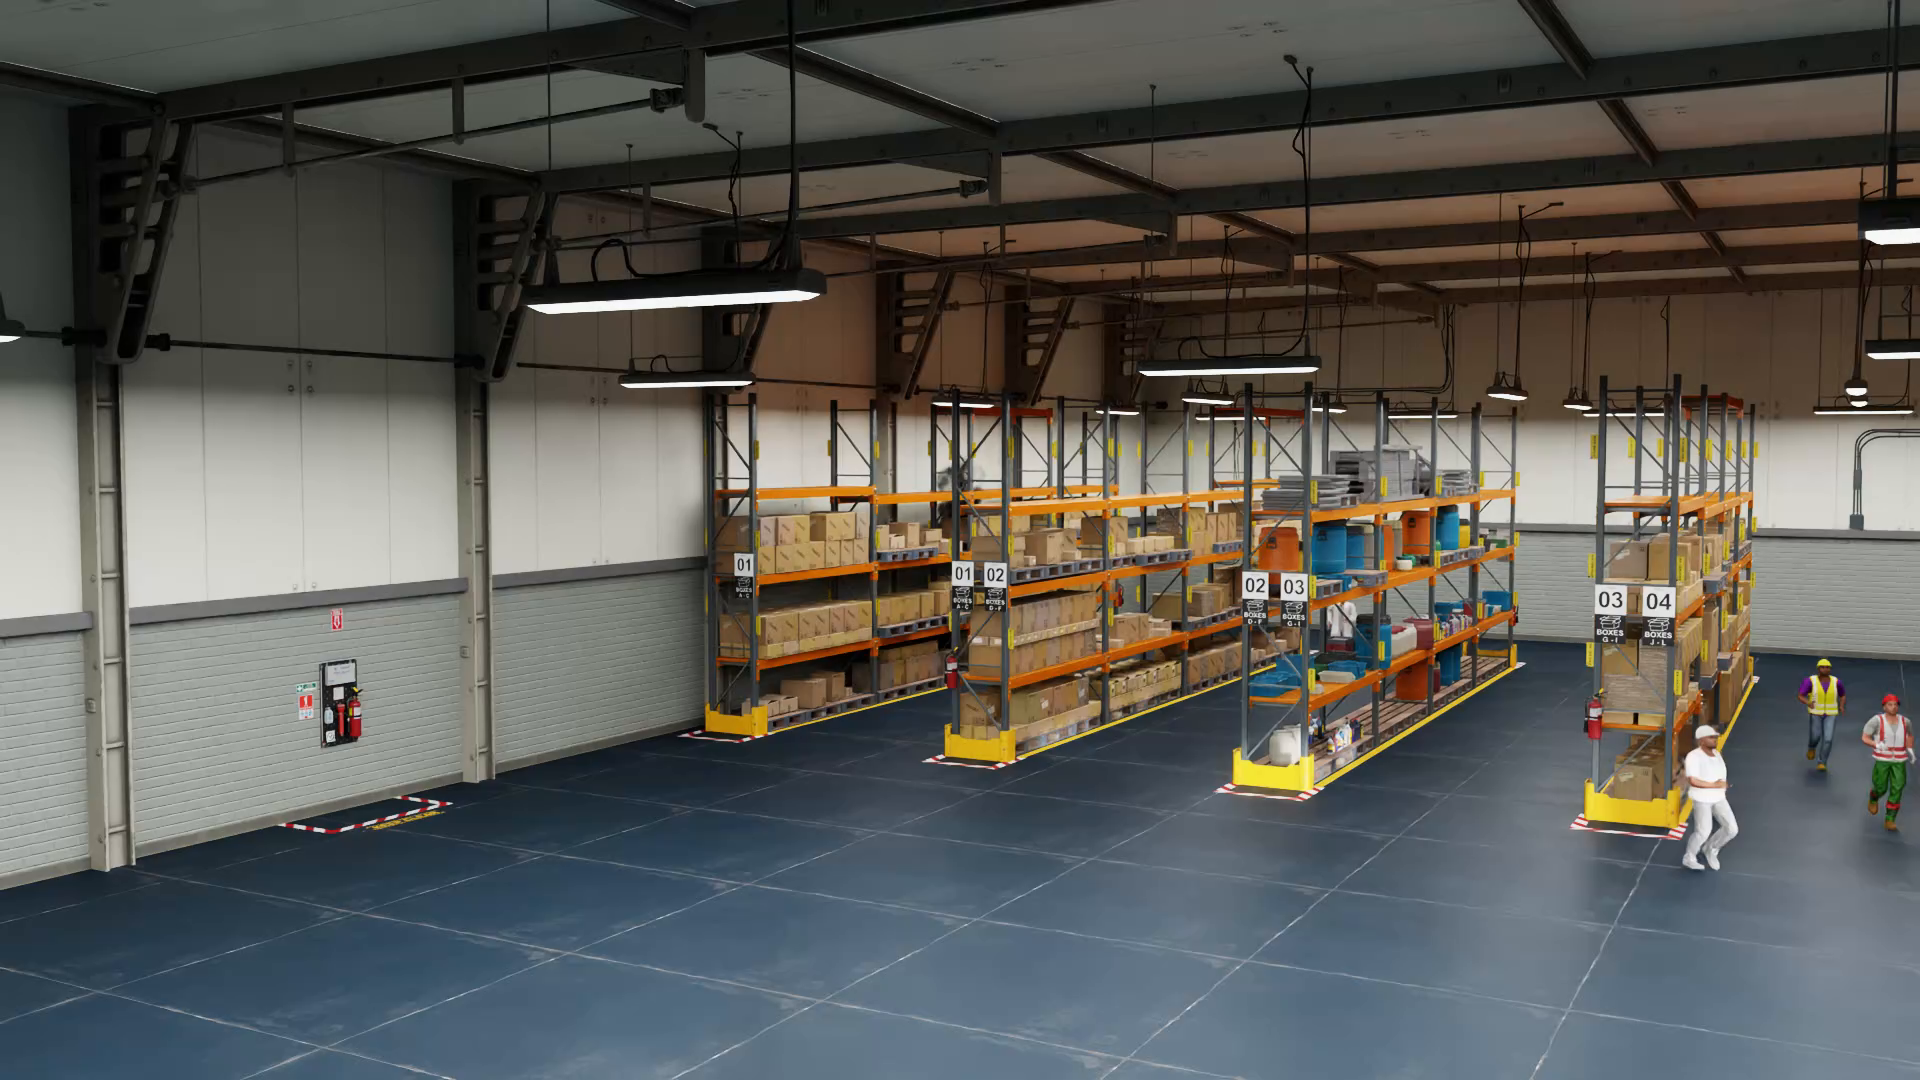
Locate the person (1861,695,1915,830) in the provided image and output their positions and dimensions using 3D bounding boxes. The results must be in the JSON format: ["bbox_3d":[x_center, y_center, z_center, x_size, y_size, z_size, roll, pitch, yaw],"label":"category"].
[{"bbox_3d":[12.337,2.923,22.107,0.663,1.757,0.782,1,3,13],"label":"person"}]

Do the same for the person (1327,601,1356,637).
[{"bbox_3d":[8.771,2.057,38.247,0.673,1.790,0.857,1,3,15],"label":"person"}]

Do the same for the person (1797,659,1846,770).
[{"bbox_3d":[13.544,2.726,26.125,0.704,1.724,0.668,1,3,16],"label":"person"}]

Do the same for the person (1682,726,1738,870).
[{"bbox_3d":[8.871,3.062,19.626,0.694,1.743,0.667,-1,3,-25],"label":"person"}]
